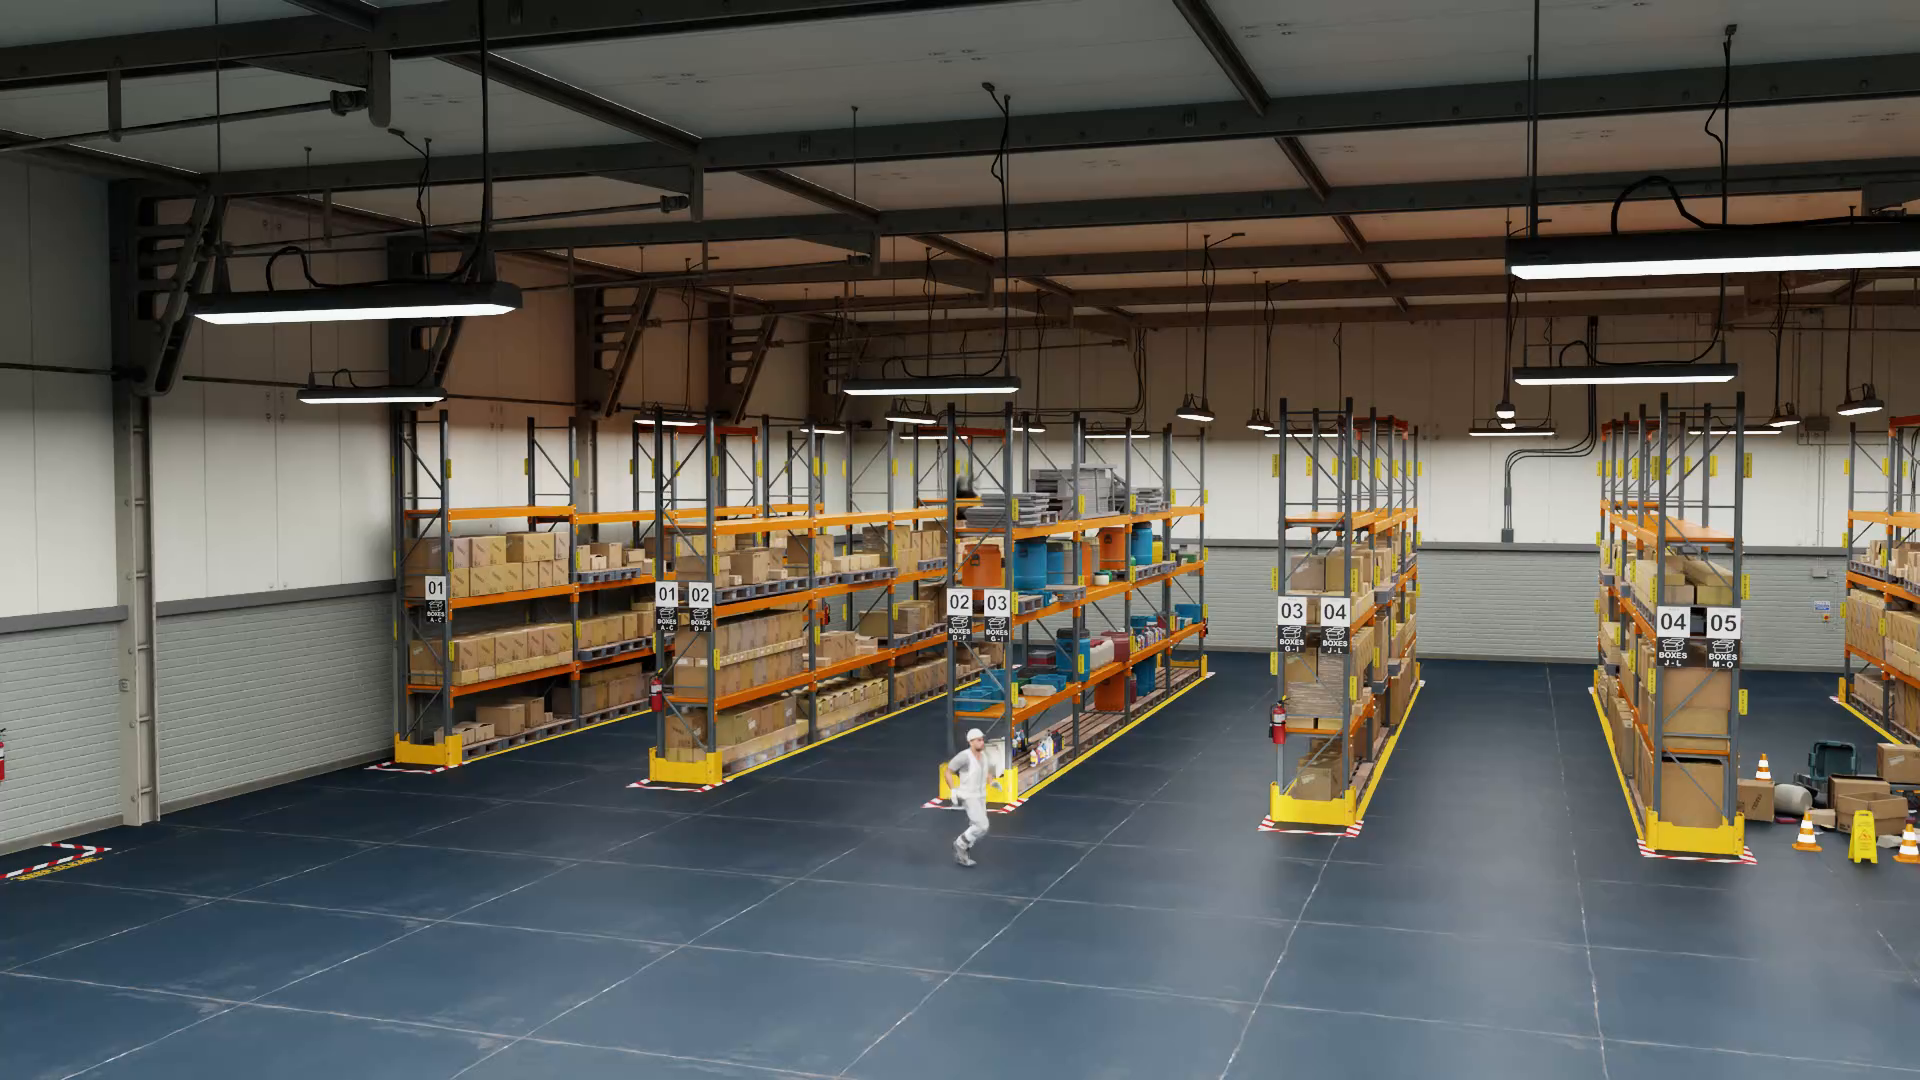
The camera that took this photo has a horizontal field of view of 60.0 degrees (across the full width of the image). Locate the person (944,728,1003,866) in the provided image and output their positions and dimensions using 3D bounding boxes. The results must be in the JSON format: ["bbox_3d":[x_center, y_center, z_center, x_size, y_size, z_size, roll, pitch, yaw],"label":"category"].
[{"bbox_3d":[0.197,3.228,20.793,0.677,1.737,0.659,2,3,39],"label":"person"}]

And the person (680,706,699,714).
[{"bbox_3d":[-4.924,2.827,30.554,0.650,1.732,0.566,0,2,10],"label":"person"}]
